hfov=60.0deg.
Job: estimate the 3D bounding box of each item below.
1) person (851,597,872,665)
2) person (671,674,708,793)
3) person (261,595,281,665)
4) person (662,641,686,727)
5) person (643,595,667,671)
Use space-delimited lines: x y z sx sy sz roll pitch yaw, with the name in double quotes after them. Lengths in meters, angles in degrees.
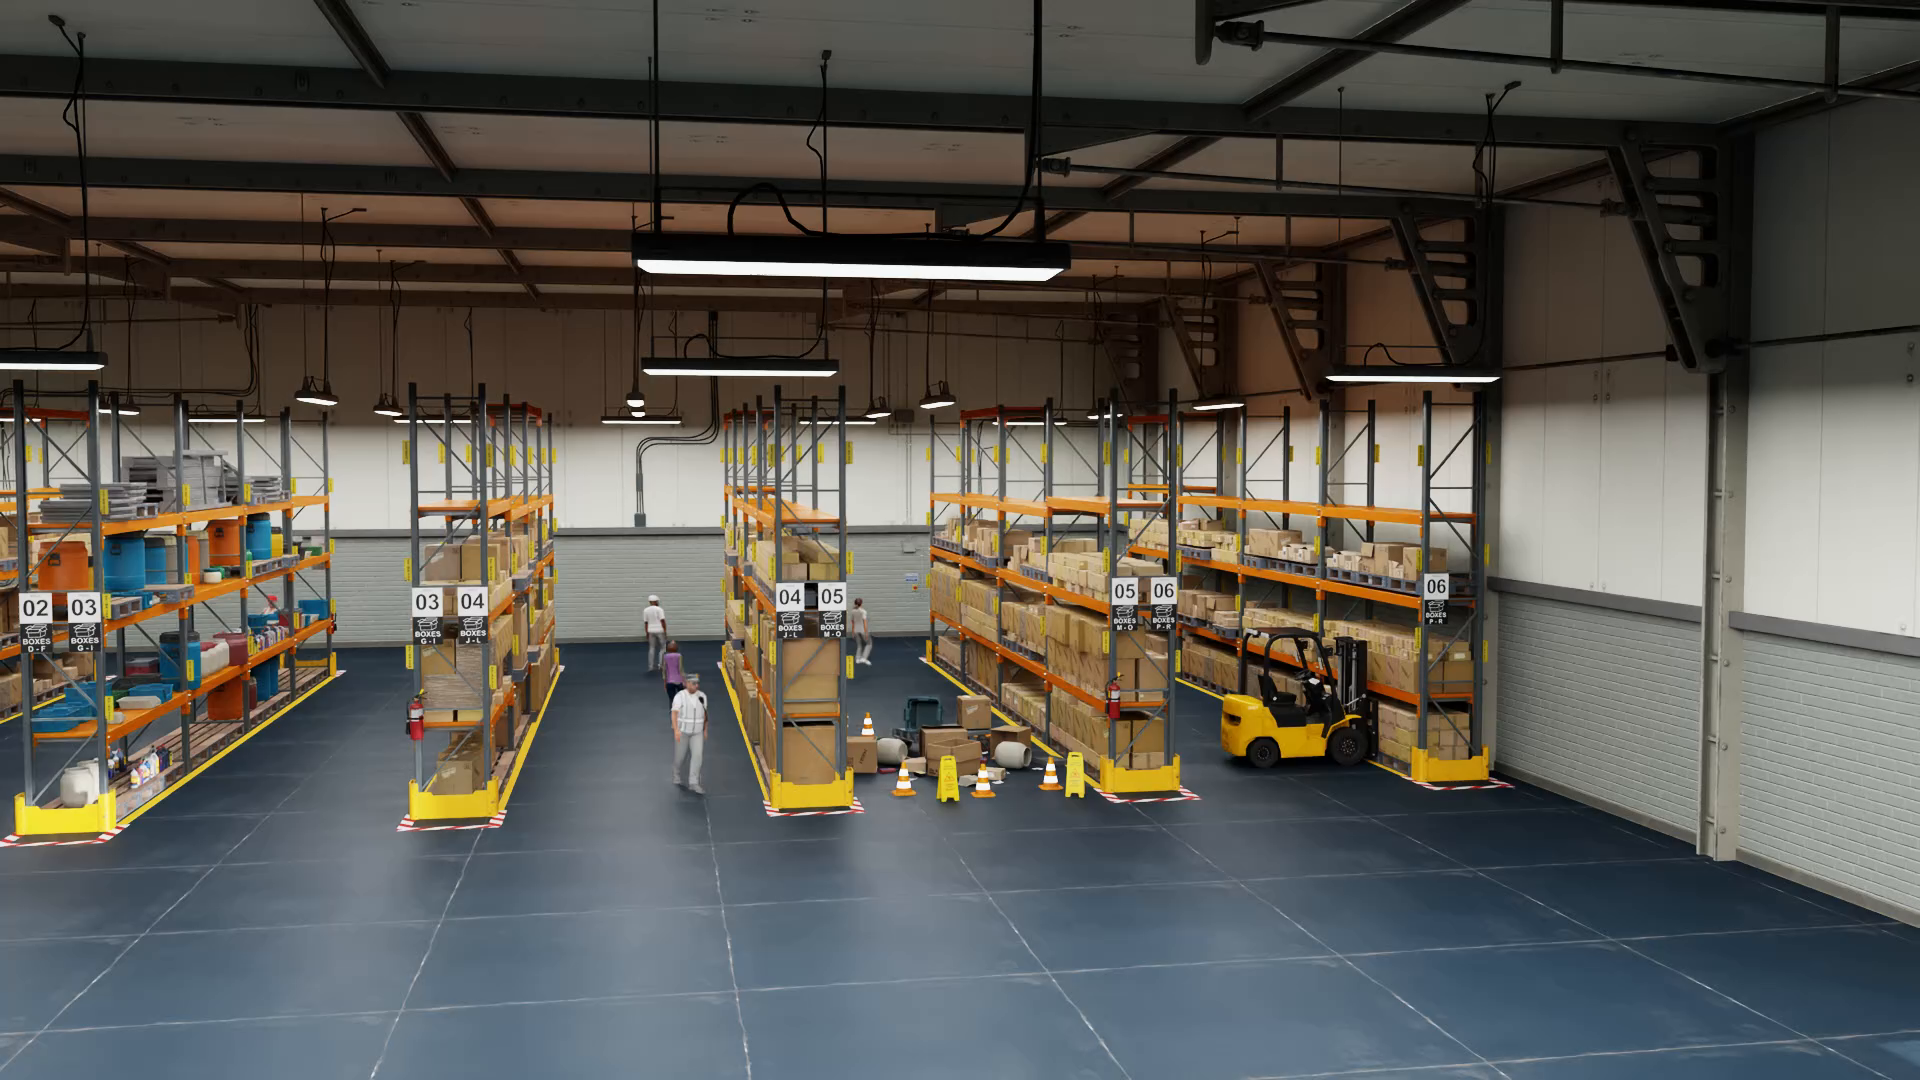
-2.278 2.088 37.936 0.474 1.566 0.582 1 3 14 "person"
-4.041 2.876 24.995 0.633 1.738 0.858 -2 3 -33 "person"
-16.027 2.139 38.706 0.635 1.711 0.823 0 3 5 "person"
-5.248 2.649 30.570 0.456 1.586 0.441 0 3 -4 "person"
-7.087 2.181 38.610 0.603 1.800 0.504 1 3 15 "person"
